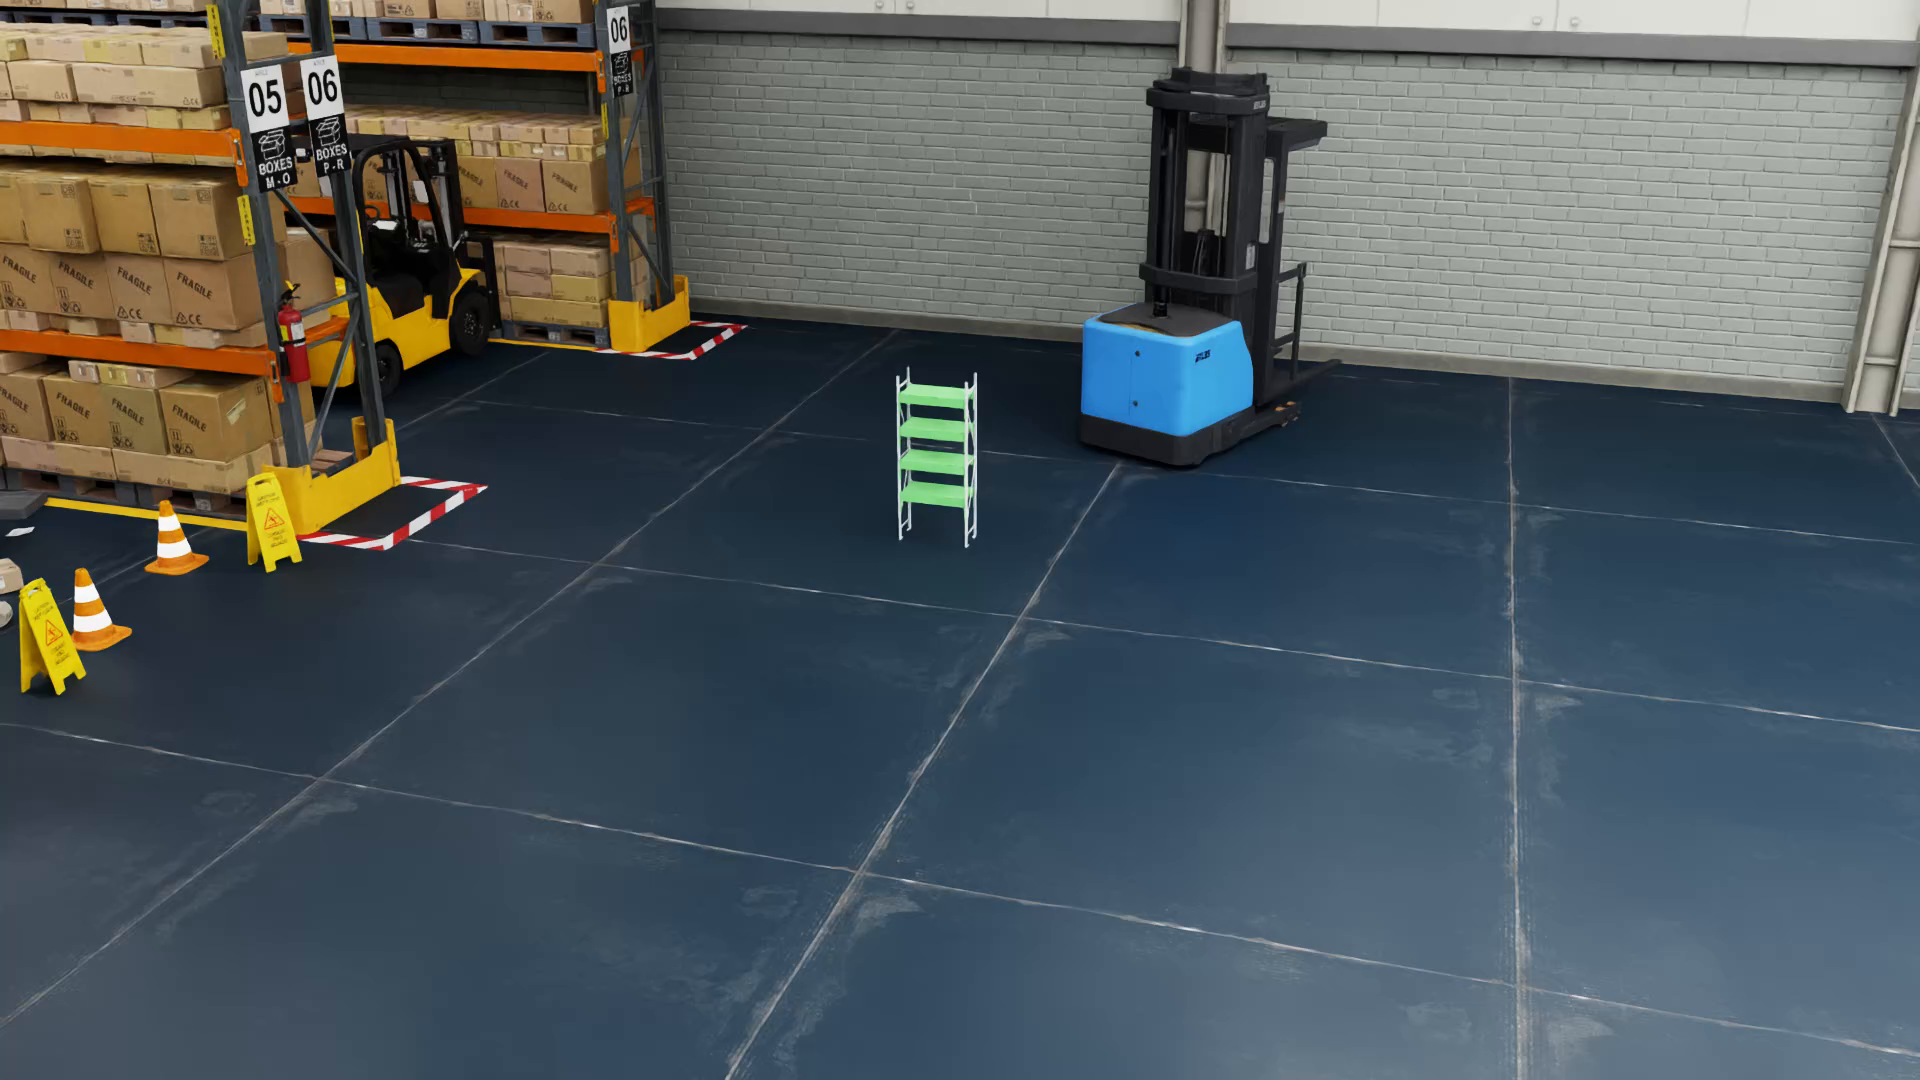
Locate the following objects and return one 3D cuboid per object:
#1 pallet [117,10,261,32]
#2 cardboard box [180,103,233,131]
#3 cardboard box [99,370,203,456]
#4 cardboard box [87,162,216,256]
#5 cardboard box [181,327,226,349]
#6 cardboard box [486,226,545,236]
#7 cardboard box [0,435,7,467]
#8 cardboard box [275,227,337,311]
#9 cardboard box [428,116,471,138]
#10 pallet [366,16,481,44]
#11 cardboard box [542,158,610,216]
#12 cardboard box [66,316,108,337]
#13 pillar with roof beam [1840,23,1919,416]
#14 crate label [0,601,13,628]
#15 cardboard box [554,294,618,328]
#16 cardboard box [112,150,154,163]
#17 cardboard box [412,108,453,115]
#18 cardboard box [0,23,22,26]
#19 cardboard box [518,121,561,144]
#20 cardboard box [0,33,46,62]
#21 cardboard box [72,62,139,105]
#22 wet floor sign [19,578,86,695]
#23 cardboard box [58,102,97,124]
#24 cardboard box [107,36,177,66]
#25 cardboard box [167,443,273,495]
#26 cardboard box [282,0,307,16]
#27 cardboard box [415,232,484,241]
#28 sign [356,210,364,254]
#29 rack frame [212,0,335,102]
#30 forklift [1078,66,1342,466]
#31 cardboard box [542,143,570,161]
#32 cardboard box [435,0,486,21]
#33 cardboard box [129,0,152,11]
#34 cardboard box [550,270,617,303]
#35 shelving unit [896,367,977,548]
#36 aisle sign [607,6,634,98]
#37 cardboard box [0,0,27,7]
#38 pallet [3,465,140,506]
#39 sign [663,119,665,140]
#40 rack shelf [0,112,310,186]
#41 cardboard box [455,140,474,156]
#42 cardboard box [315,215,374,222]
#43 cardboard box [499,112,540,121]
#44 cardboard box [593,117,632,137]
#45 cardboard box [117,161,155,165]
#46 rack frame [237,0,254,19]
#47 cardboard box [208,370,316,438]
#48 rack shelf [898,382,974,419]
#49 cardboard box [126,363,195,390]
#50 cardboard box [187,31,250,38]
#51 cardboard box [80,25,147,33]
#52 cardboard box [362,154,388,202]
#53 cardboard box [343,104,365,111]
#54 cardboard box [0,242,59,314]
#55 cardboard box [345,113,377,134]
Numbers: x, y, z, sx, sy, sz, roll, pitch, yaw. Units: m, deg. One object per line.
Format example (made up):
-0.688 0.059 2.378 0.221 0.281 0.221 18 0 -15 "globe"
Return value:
-7.809 -5.275 16.976 1.217 0.209 0.805 6 23 13 "pallet"
-4.984 -2.850 11.144 0.250 0.149 0.380 7 23 16 "cardboard box"
-5.905 -0.959 12.237 0.500 0.500 0.500 7 23 17 "cardboard box"
-5.596 -2.322 11.638 0.500 0.500 0.700 7 23 16 "cardboard box"
-5.256 -1.475 11.746 0.250 0.149 0.380 6 23 15 "cardboard box"
-4.492 -3.063 17.038 0.500 0.250 0.500 6 23 15 "cardboard box"
-7.390 -0.784 12.800 0.500 0.250 0.500 8 24 19 "cardboard box"
-4.935 -1.978 12.115 0.500 0.500 0.500 6 23 15 "cardboard box"
-5.005 -4.058 16.331 0.250 0.149 0.380 7 23 16 "cardboard box"
-4.973 -5.012 16.199 1.213 0.211 1.003 7 23 16 "pallet"
-3.678 -3.450 16.096 0.500 0.500 0.500 6 23 14 "cardboard box"
-6.226 -1.603 12.056 0.250 0.149 0.380 6 23 15 "cardboard box"
6.707 -3.745 9.041 0.400 9.000 9.100 7 23 16 "pillar with roof beam"
-6.112 0.482 10.415 0.298 0.136 0.250 -5 23 -12 "crate label"
-3.673 -2.304 16.503 0.500 0.250 0.500 7 23 16 "cardboard box"
-8.487 -4.118 17.396 0.500 0.250 0.500 7 23 17 "cardboard box"
-5.351 -4.290 16.898 0.250 0.149 0.380 6 23 15 "cardboard box"
-7.023 -3.656 12.058 0.250 0.149 0.380 6 23 14 "cardboard box"
-4.039 -3.926 16.010 0.250 0.149 0.380 7 23 17 "cardboard box"
-6.449 -3.367 11.354 0.250 0.149 0.380 7 23 17 "cardboard box"
-5.607 -3.116 11.266 0.500 0.250 0.500 6 23 15 "cardboard box"
-5.295 0.542 9.599 0.232 0.644 0.267 3 22 6 "wet floor sign"
-5.952 -2.969 11.434 0.250 0.149 0.380 6 23 15 "cardboard box"
-5.456 -3.275 11.129 0.250 0.149 0.380 6 23 15 "cardboard box"
-5.436 -0.557 12.244 0.500 0.250 0.500 6 23 15 "cardboard box"
-6.235 -5.291 16.195 0.500 0.311 0.500 7 23 17 "cardboard box"
-5.122 -2.931 16.714 0.500 0.250 0.500 6 23 14 "cardboard box"
-4.405 -2.239 12.134 0.005 0.325 0.100 7 23 16 "sign"
-4.562 -4.417 10.679 0.127 3.000 1.000 7 23 16 "rack frame"
2.283 -2.427 13.826 1.130 2.935 3.031 17 28 36 "forklift"
-3.798 -3.745 15.960 0.250 0.149 0.380 7 23 16 "cardboard box"
-4.577 -5.228 15.793 0.500 0.500 0.700 7 23 16 "cardboard box"
-8.101 -5.406 16.689 0.250 0.149 0.380 6 23 15 "cardboard box"
-3.688 -2.538 16.416 0.500 0.250 0.500 6 23 15 "cardboard box"
-0.158 -0.573 11.587 0.503 1.200 0.258 7 23 16 "shelving unit"
-3.153 -4.534 15.445 0.004 0.787 0.394 7 23 16 "aisle sign"
-9.655 -5.809 17.211 0.500 0.500 0.700 6 23 14 "cardboard box"
-6.566 -0.596 12.944 1.213 0.211 1.003 7 23 16 "pallet"
-2.965 -4.083 16.526 0.005 0.325 0.100 7 23 16 "sign"
-6.476 -2.915 11.920 4.000 0.370 1.077 7 23 16 "rack shelf"
-4.780 -3.859 16.239 0.250 0.149 0.380 7 23 16 "cardboard box"
-6.434 -3.284 17.577 0.500 0.250 0.500 7 23 17 "cardboard box"
-4.381 -4.160 16.581 0.250 0.149 0.380 7 23 17 "cardboard box"
-3.391 -4.043 16.296 0.250 0.149 0.380 6 23 14 "cardboard box"
-8.468 -3.893 17.505 0.500 0.250 0.500 7 23 16 "cardboard box"
-6.961 -6.659 16.146 0.127 3.000 1.000 7 23 16 "rack frame"
-5.277 -1.101 12.584 0.500 0.500 0.500 6 23 14 "cardboard box"
-0.158 -0.958 11.429 0.480 0.148 0.258 7 23 16 "rack shelf"
-5.775 -1.219 12.016 0.250 0.149 0.380 7 23 17 "cardboard box"
-5.089 -3.416 11.474 0.250 0.149 0.380 6 23 15 "cardboard box"
-6.021 -3.571 11.852 0.250 0.149 0.380 7 23 17 "cardboard box"
-5.623 -3.680 16.657 0.500 0.500 0.500 6 23 15 "cardboard box"
-6.340 -4.400 17.165 0.250 0.149 0.380 6 23 14 "cardboard box"
-6.597 -1.959 12.070 0.500 0.500 0.500 7 23 16 "cardboard box"
-6.001 -4.138 16.528 0.250 0.149 0.380 7 23 17 "cardboard box"
